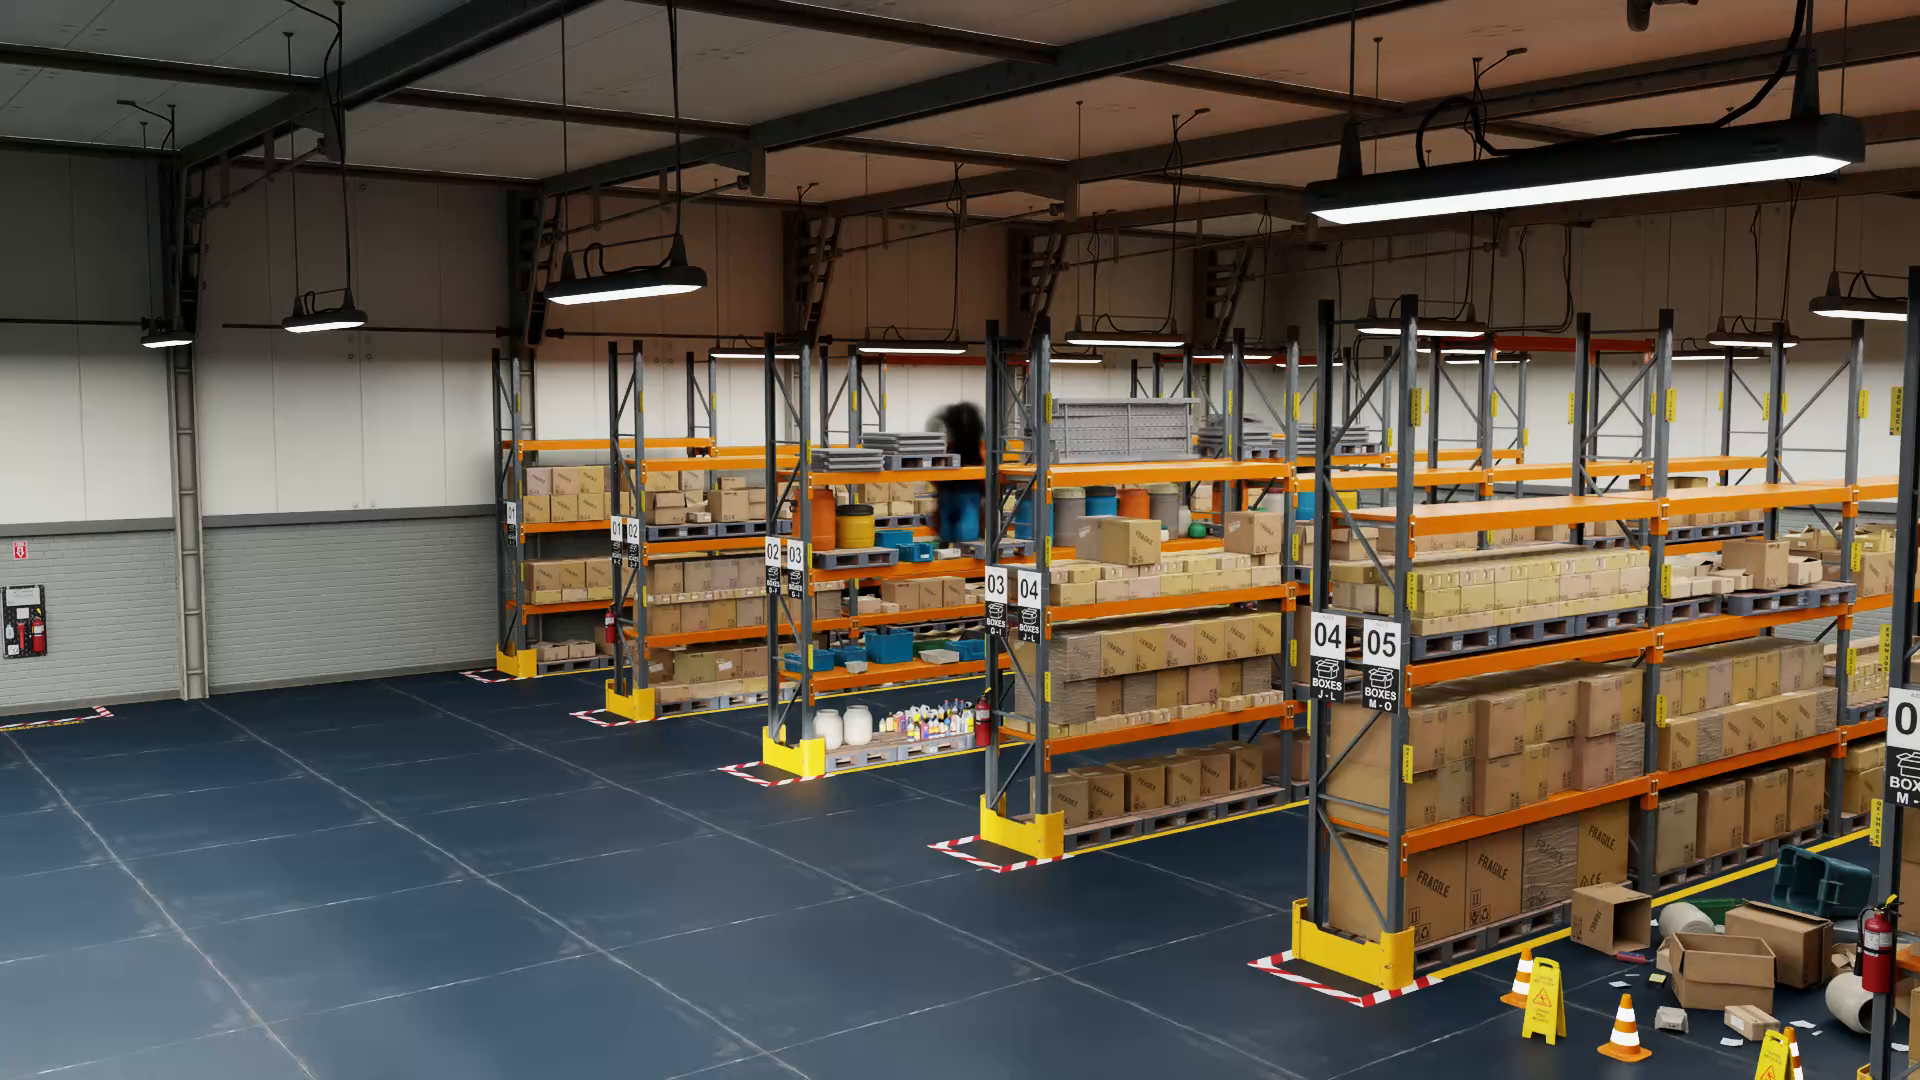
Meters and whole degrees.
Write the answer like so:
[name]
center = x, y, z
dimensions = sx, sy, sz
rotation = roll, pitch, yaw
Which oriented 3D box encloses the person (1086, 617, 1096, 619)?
[person]
center = 2.322, 1.833, 28.431
dimensions = 0.757, 1.707, 0.679
rotation = -5, 7, -45
